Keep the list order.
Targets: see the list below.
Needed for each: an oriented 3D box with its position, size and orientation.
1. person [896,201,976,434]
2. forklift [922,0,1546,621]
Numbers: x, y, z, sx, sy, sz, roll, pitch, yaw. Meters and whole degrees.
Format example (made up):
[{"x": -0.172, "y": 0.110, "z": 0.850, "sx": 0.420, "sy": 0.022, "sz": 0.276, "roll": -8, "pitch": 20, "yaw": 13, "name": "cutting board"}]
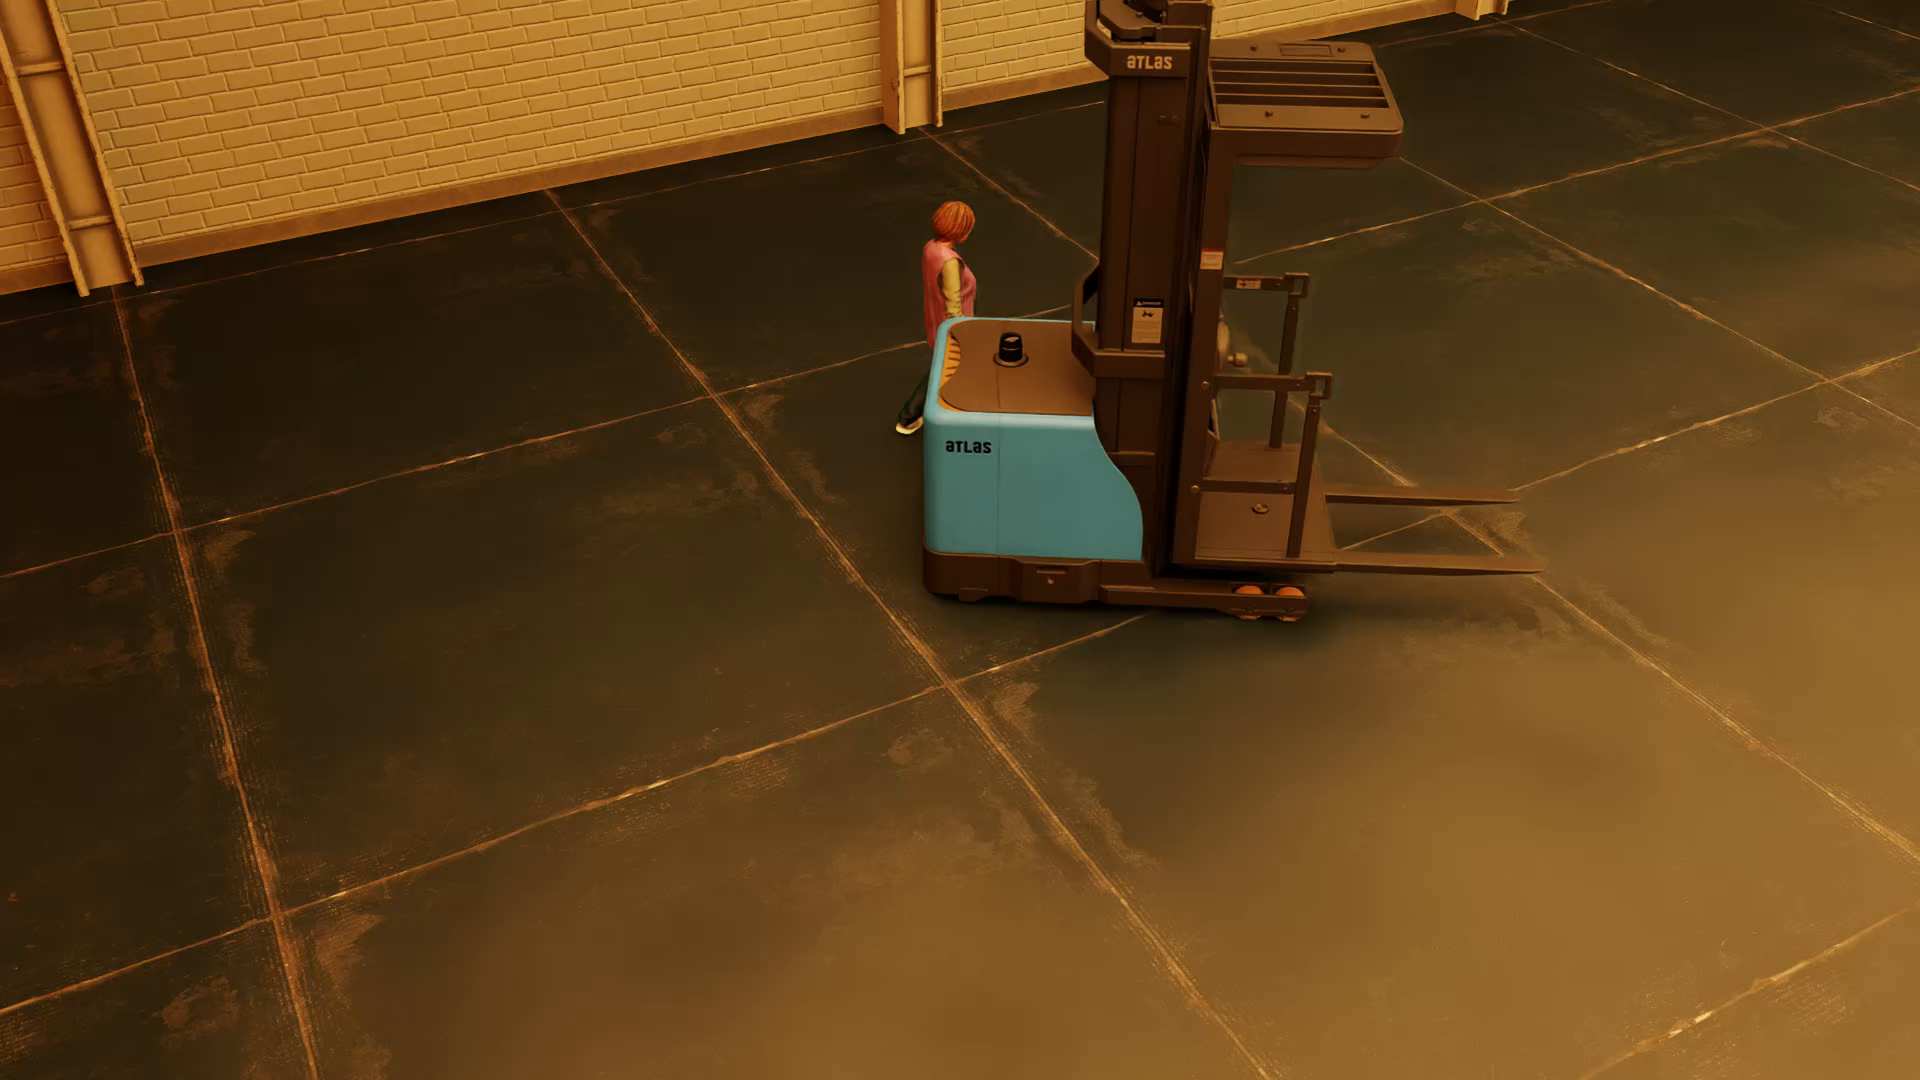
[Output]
[{"x": -0.023, "y": -1.137, "z": 9.038, "sx": 0.618, "sy": 1.484, "sz": 0.814, "roll": -8, "pitch": 36, "yaw": -12, "name": "person"}, {"x": 1.356, "y": -1.120, "z": 7.708, "sx": 3.031, "sy": 2.935, "sz": 1.130, "roll": 2, "pitch": 35, "yaw": 3, "name": "forklift"}]
